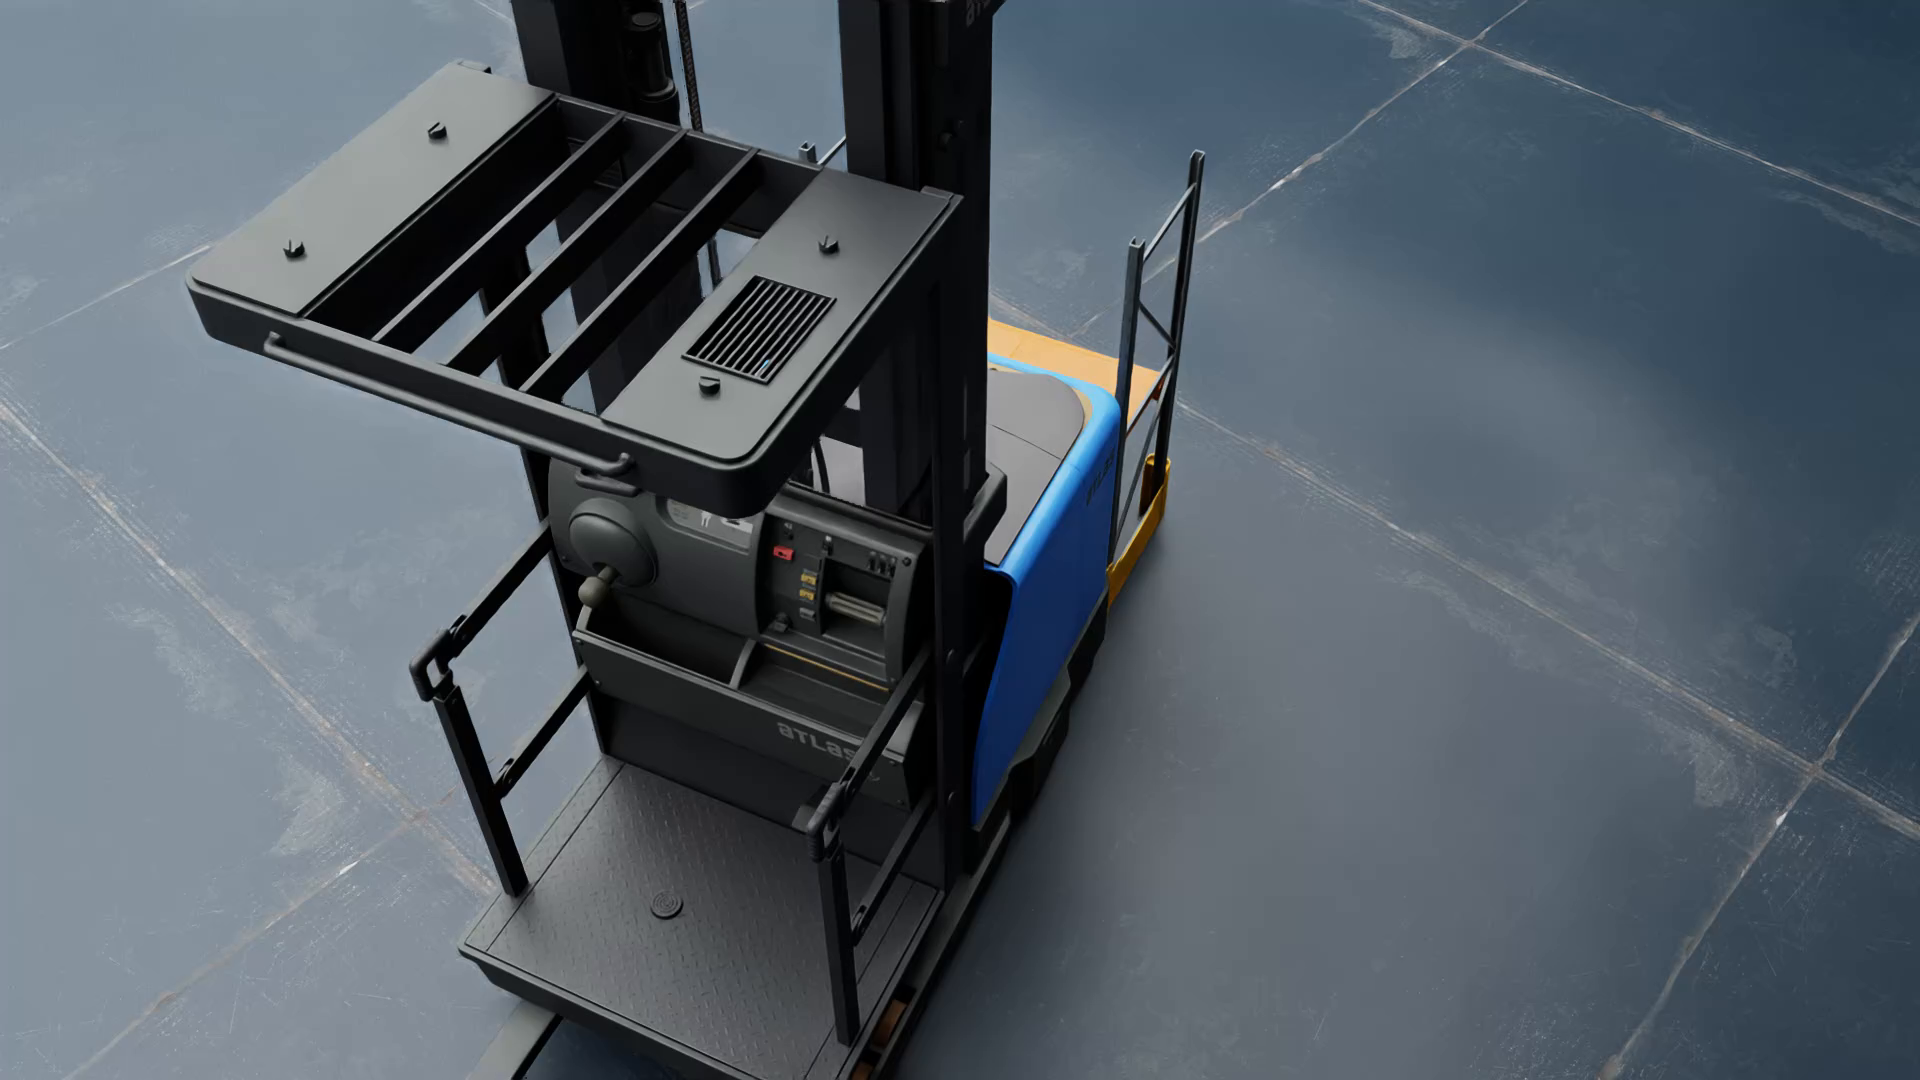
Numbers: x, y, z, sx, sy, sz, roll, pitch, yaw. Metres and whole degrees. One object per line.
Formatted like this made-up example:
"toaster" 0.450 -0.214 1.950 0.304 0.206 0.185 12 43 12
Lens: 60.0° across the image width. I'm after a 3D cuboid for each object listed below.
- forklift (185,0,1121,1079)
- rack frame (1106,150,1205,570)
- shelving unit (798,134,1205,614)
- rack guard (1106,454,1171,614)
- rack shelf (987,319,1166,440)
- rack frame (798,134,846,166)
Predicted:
"forklift" -0.612 0.139 3.609 1.130 2.935 3.031 19 50 17
"rack frame" 0.574 -0.431 5.126 0.032 1.500 0.500 20 50 18
"shelving unit" 0.110 -0.599 5.283 1.083 1.500 0.587 20 50 18
"rack guard" 0.556 -0.010 5.587 0.087 0.250 0.587 20 50 18
"rack shelf" 0.118 -0.473 5.412 1.000 0.185 0.538 20 50 18
"rack frame" -0.337 -0.761 5.435 0.032 1.500 0.500 20 50 18
